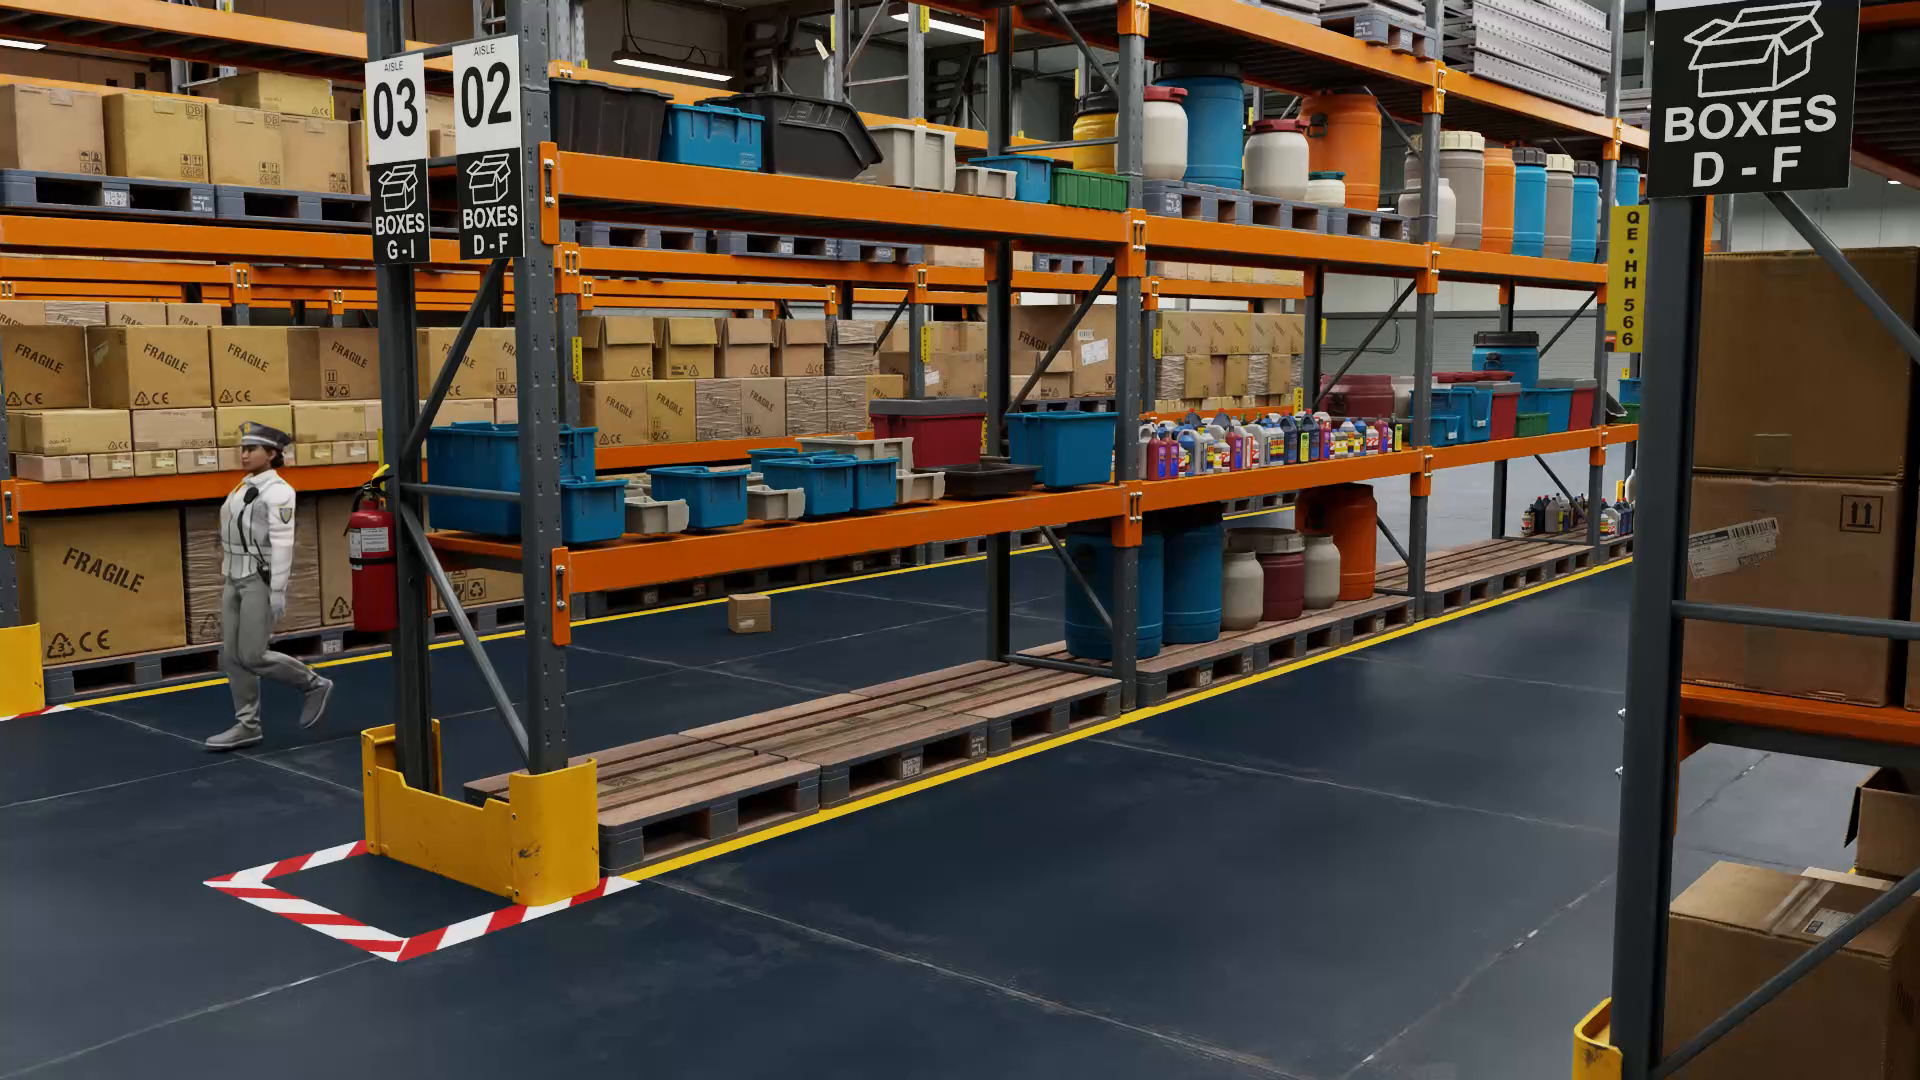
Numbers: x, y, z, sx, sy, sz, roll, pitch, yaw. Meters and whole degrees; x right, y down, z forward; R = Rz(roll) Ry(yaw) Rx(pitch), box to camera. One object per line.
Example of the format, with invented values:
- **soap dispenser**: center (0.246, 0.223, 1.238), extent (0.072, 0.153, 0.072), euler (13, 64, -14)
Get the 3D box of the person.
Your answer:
- **person**: center (-3.619, 0.221, 8.619), extent (0.491, 1.673, 0.612), euler (6, 9, 42)
